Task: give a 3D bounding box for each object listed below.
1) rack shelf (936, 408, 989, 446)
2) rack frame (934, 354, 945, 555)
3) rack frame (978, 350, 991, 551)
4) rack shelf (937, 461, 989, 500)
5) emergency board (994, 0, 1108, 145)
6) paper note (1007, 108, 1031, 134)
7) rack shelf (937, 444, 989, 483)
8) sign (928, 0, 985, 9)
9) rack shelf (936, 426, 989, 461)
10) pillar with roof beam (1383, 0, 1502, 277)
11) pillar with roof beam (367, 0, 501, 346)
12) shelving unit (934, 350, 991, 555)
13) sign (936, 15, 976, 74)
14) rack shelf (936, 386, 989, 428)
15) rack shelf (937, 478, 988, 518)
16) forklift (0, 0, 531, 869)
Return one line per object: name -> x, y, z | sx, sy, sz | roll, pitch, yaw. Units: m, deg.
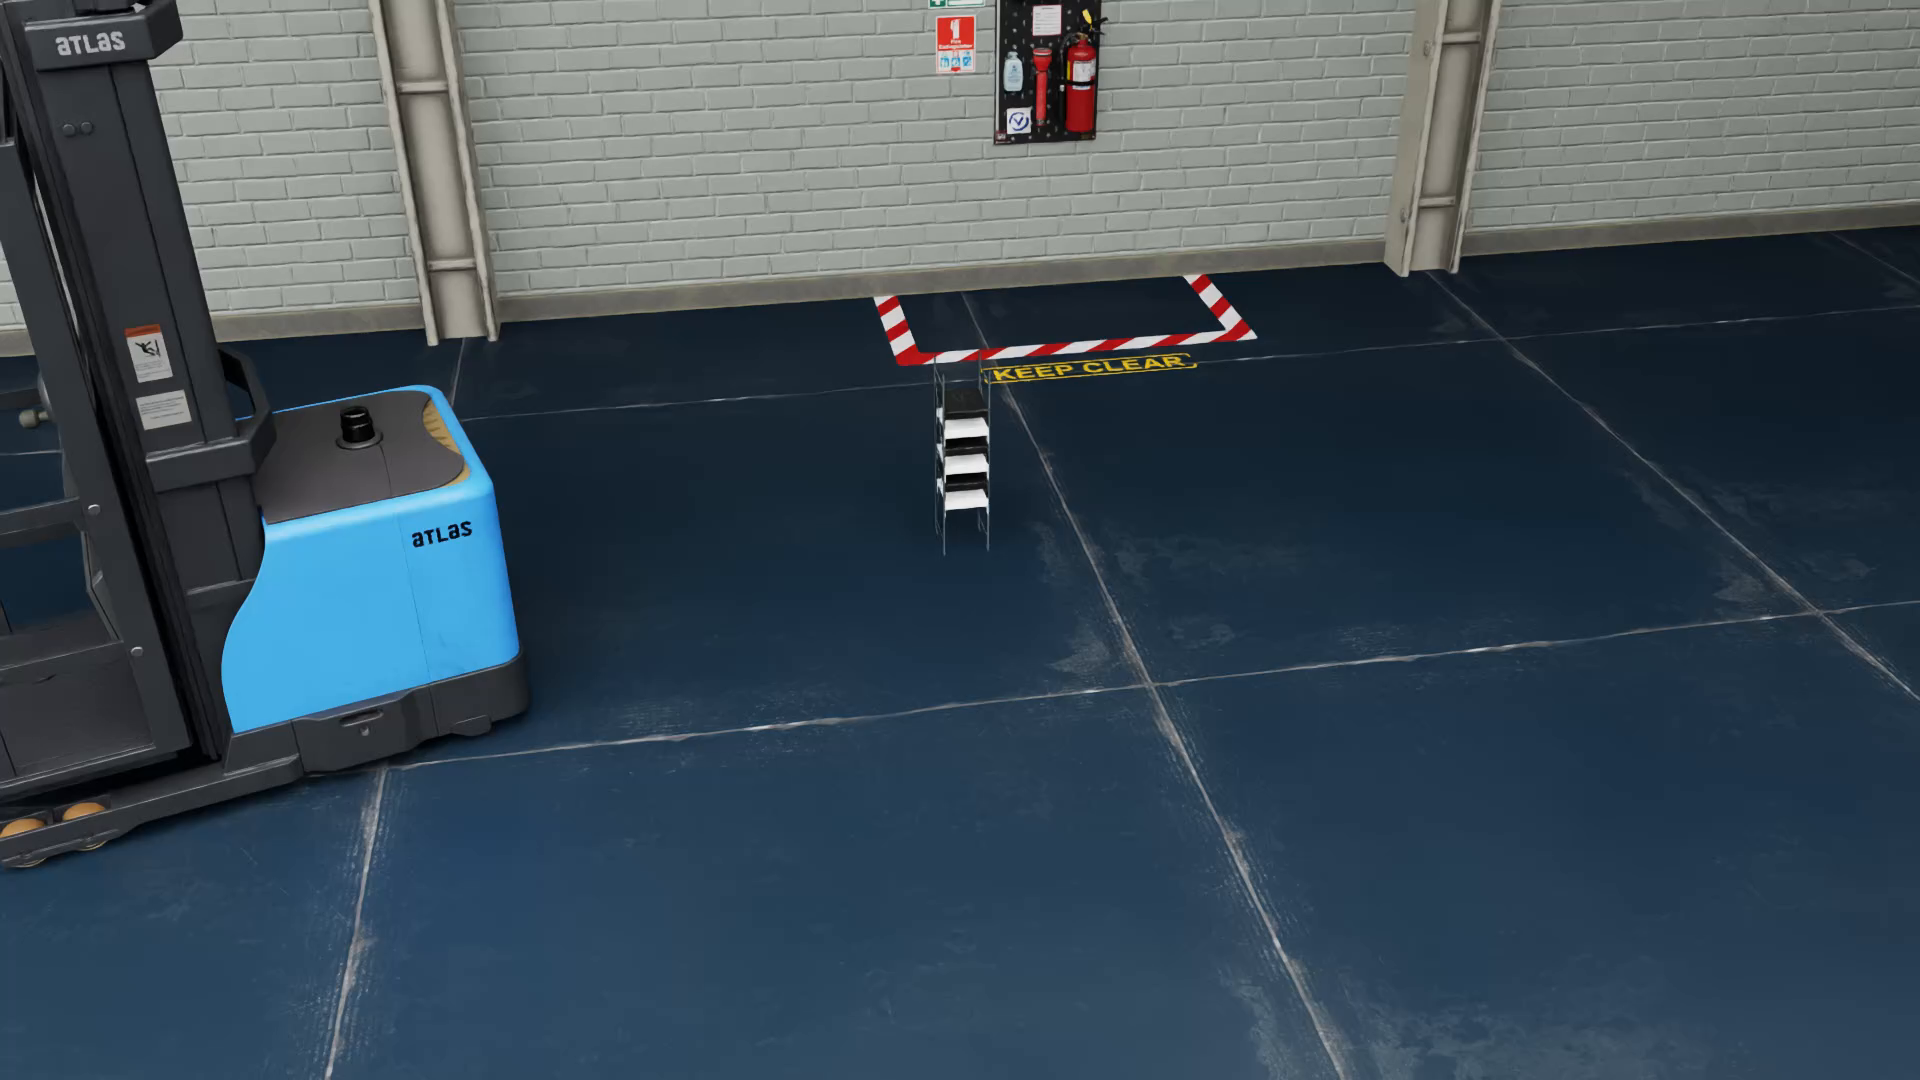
rack shelf -> 0.008, -0.515, 7.449 | 0.200, 0.077, 0.258 | -5, 31, -9
rack frame -> -0.092, -0.379, 7.507 | 0.006, 0.900, 0.240 | -5, 31, -9
rack frame -> 0.108, -0.398, 7.539 | 0.006, 0.900, 0.240 | -5, 31, -9
rack shelf -> 0.008, -0.282, 7.586 | 0.200, 0.077, 0.258 | -5, 31, -9
emergency board -> 0.538, -2.859, 9.652 | 0.643, 1.169, 0.194 | -5, 31, -9
paper note -> 0.351, -2.497, 9.907 | 0.142, 0.148, 0.016 | -5, 31, -9
rack shelf -> 0.008, -0.360, 7.540 | 0.200, 0.077, 0.258 | -5, 31, -9
sign -> -0.019, -3.099, 9.504 | 0.331, 0.109, 0.001 | -5, 31, -9
rack shelf -> 0.008, -0.437, 7.494 | 0.200, 0.077, 0.258 | -5, 31, -9
pillar with roof beam -> 3.751, -3.505, 4.833 | 0.400, 9.000, 9.100 | -5, 31, -9
pillar with roof beam -> -2.151, -2.957, 3.901 | 0.400, 9.000, 9.100 | -5, 31, -9
shelving unit -> 0.008, -0.389, 7.523 | 0.210, 0.900, 0.258 | -5, 31, -9
sign -> -0.025, -2.875, 9.645 | 0.234, 0.329, 0.001 | -5, 31, -9
rack shelf -> 0.008, -0.593, 7.403 | 0.200, 0.077, 0.258 | -5, 31, -9
rack shelf -> 0.008, -0.205, 7.631 | 0.200, 0.077, 0.258 | -5, 31, -9
forklift -> -3.235, -0.428, 5.586 | 3.031, 2.935, 1.130 | -14, 33, -23
